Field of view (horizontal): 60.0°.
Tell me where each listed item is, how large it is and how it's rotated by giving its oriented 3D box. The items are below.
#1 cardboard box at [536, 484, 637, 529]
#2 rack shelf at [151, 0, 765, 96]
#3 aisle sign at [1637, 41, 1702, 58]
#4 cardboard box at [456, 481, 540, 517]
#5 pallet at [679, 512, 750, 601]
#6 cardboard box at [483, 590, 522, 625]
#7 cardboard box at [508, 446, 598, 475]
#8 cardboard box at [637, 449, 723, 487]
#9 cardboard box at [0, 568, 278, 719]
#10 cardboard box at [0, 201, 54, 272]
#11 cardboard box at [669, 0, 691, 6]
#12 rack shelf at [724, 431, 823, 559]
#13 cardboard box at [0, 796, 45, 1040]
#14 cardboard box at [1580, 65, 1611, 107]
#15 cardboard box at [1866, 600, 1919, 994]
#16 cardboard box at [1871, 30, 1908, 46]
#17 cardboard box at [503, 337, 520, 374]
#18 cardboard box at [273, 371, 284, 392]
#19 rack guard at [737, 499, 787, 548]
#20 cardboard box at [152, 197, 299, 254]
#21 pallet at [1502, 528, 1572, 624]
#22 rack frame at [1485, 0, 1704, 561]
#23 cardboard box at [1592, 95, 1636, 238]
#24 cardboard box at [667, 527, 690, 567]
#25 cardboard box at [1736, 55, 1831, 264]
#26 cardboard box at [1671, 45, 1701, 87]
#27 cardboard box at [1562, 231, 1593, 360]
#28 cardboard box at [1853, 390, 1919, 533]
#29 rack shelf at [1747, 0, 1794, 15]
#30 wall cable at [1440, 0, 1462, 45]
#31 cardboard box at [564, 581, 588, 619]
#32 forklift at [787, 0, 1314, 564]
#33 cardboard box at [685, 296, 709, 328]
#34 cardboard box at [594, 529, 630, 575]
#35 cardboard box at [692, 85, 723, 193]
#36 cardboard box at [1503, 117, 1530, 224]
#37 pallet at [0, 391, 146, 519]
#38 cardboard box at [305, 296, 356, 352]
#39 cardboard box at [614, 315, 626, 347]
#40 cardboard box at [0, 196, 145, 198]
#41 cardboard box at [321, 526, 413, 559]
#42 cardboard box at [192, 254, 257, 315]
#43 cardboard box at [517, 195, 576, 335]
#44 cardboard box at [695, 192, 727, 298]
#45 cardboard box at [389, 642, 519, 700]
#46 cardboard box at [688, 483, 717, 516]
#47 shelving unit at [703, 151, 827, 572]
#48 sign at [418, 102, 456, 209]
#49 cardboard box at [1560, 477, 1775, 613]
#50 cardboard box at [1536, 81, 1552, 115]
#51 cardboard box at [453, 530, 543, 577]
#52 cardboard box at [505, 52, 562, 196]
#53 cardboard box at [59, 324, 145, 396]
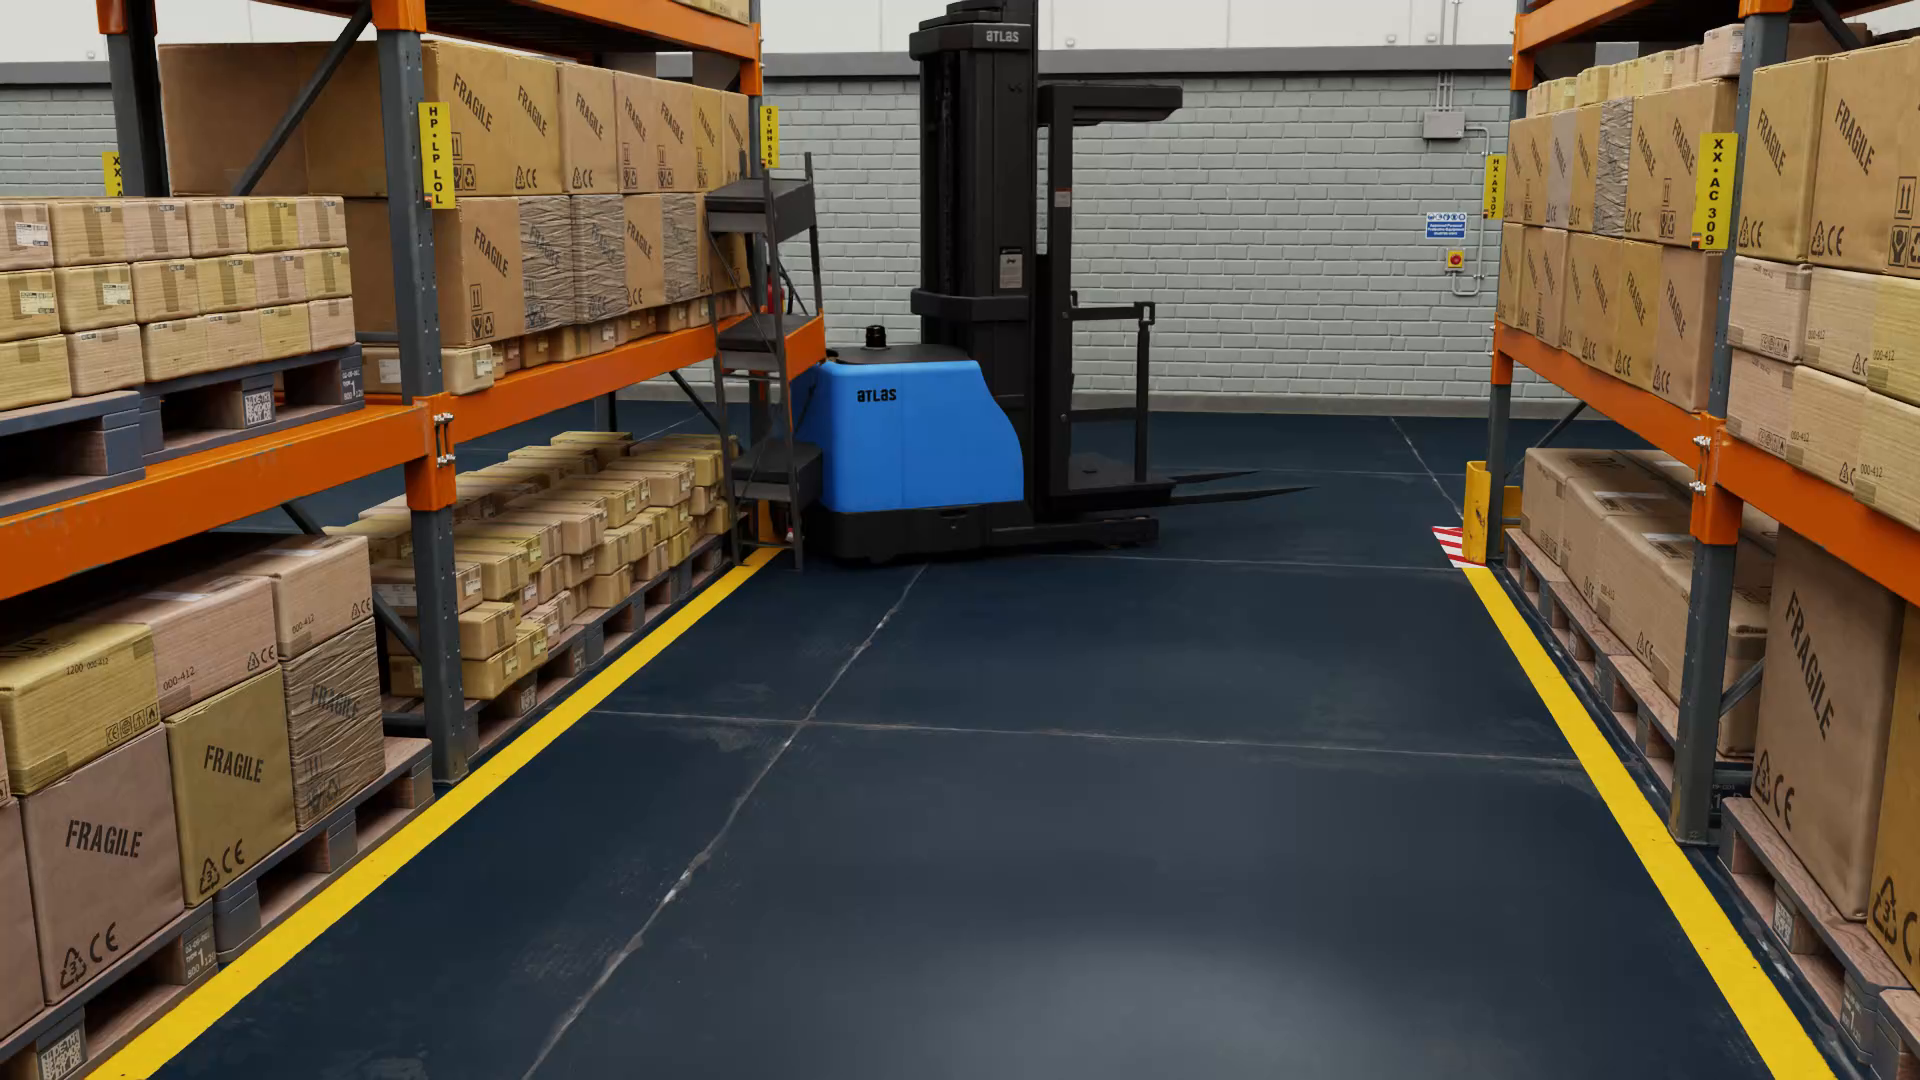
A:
[{"bbox_3d":[-1.671,-0.152,7.435,0.380,0.149,0.250,2,12,9],"label":"cardboard box"},{"bbox_3d":[-1.887,-2.191,7.126,1.077,0.370,4.000,2,12,9],"label":"rack shelf"},{"bbox_3d":[3.645,-2.629,8.401,0.394,0.787,0.004,2,12,9],"label":"aisle sign"},{"bbox_3d":[-2.123,-0.167,7.505,0.380,0.149,0.250,2,12,9],"label":"cardboard box"},{"bbox_3d":[-1.751,0.055,8.739,1.003,0.211,1.213,2,12,9],"label":"pallet"},{"bbox_3d":[-1.872,0.263,6.219,0.380,0.149,0.250,2,12,9],"label":"cardboard box"},{"bbox_3d":[-2.085,-0.387,8.528,0.380,0.149,0.250,2,12,8],"label":"cardboard box"},{"bbox_3d":[-1.420,-0.368,8.439,0.380,0.149,0.250,2,12,7],"label":"cardboard box"},{"bbox_3d":[-2.152,0.260,4.323,0.500,0.250,0.500,2,12,11],"label":"cardboard box"},{"bbox_3d":[-2.265,-0.672,3.678,0.380,0.149,0.250,1,12,6],"label":"cardboard box"},{"bbox_3d":[-1.549,-2.573,7.548,0.500,0.250,0.500,2,12,11],"label":"cardboard box"},{"bbox_3d":[-0.946,-0.245,8.872,0.431,0.518,0.480,5,24,19],"label":"rack shelf"},{"bbox_3d":[-2.301,0.839,3.418,0.500,0.500,0.500,2,12,7],"label":"cardboard box"},{"bbox_3d":[2.719,-1.821,6.675,0.380,0.149,0.250,2,12,7],"label":"cardboard box"},{"bbox_3d":[2.564,0.633,3.483,0.875,0.875,0.875,2,12,10],"label":"cardboard box"},{"bbox_3d":[3.041,-1.486,5.120,0.380,0.149,0.250,2,12,9],"label":"cardboard box"},{"bbox_3d":[-1.872,-0.699,6.212,0.380,0.149,0.250,1,12,6],"label":"cardboard box"},{"bbox_3d":[-2.382,-0.604,5.772,0.380,0.149,0.250,2,12,8],"label":"cardboard box"},{"bbox_3d":[-1.591,-0.255,9.488,1.175,0.500,0.348,2,12,9],"label":"rack guard"},{"bbox_3d":[-2.104,-0.887,4.677,0.380,0.149,0.250,2,12,7],"label":"cardboard box"},{"bbox_3d":[3.282,0.179,8.161,1.003,0.211,1.213,2,12,9],"label":"pallet"},{"bbox_3d":[3.327,-1.353,8.652,1.000,3.000,0.127,2,12,9],"label":"rack frame"},{"bbox_3d":[2.667,-1.377,6.151,0.500,0.500,0.500,2,12,9],"label":"cardboard box"},{"bbox_3d":[-1.522,0.028,8.012,0.380,0.149,0.250,1,12,6],"label":"cardboard box"},{"bbox_3d":[2.360,-0.976,4.290,0.500,0.500,0.500,2,12,9],"label":"cardboard box"},{"bbox_3d":[2.662,-1.606,5.674,0.380,0.149,0.250,2,12,8],"label":"cardboard box"},{"bbox_3d":[2.763,-0.995,6.753,0.500,0.500,0.500,2,12,11],"label":"cardboard box"},{"bbox_3d":[2.211,-0.150,3.426,0.500,0.250,0.500,2,12,8],"label":"cardboard box"},{"bbox_3d":[2.404,-1.219,2.616,1.077,0.370,4.000,2,12,9],"label":"rack shelf"},{"bbox_3d":[3.924,-5.479,13.556,0.463,3.000,0.029,2,12,9],"label":"wall cable"},{"bbox_3d":[-1.797,0.243,7.017,0.380,0.149,0.250,1,12,6],"label":"cardboard box"},{"bbox_3d":[0.580,-1.481,9.407,3.031,2.935,1.130,-5,13,-21],"label":"forklift"},{"bbox_3d":[-1.466,-1.135,8.238,0.380,0.149,0.250,2,12,10],"label":"cardboard box"},{"bbox_3d":[-1.659,0.048,7.217,0.380,0.149,0.250,2,12,8],"label":"cardboard box"},{"bbox_3d":[-1.482,-1.967,8.182,0.500,0.500,0.500,1,12,7],"label":"cardboard box"},{"bbox_3d":[2.972,-1.800,8.115,0.500,0.500,0.500,2,12,7],"label":"cardboard box"},{"bbox_3d":[-2.546,-0.147,3.509,1.003,0.211,1.213,2,12,9],"label":"pallet"},{"bbox_3d":[-2.060,-0.653,5.003,0.380,0.149,0.250,2,12,7],"label":"cardboard box"},{"bbox_3d":[-1.678,-0.918,7.231,0.380,0.149,0.250,2,12,11],"label":"cardboard box"},{"bbox_3d":[-2.710,-0.966,5.043,0.380,0.149,0.250,3,12,12],"label":"cardboard box"},{"bbox_3d":[-2.366,0.049,6.505,0.380,0.149,0.250,2,12,8],"label":"cardboard box"},{"bbox_3d":[-2.141,-0.692,4.478,0.380,0.149,0.250,2,12,11],"label":"cardboard box"},{"bbox_3d":[-1.800,-1.052,6.312,0.500,0.500,0.500,2,12,9],"label":"cardboard box"},{"bbox_3d":[-1.479,-1.478,8.287,0.500,0.500,0.500,2,12,8],"label":"cardboard box"},{"bbox_3d":[-1.821,0.463,5.994,0.380,0.149,0.250,1,12,6],"label":"cardboard box"},{"bbox_3d":[-1.457,-0.222,8.468,0.380,0.149,0.250,1,12,6],"label":"cardboard box"},{"bbox_3d":[-0.975,-0.905,8.601,0.431,2.100,0.503,5,24,19],"label":"shelving unit"},{"bbox_3d":[-1.646,-1.208,5.233,0.100,0.325,0.005,2,12,9],"label":"sign"},{"bbox_3d":[3.192,0.026,7.340,0.875,0.438,0.875,2,12,10],"label":"cardboard box"},{"bbox_3d":[2.876,-2.036,7.669,0.380,0.149,0.250,2,12,10],"label":"cardboard box"},{"bbox_3d":[-1.846,0.063,6.438,0.380,0.149,0.250,2,12,8],"label":"cardboard box"},{"bbox_3d":[-1.820,-1.537,6.190,0.500,0.500,0.500,2,12,7],"label":"cardboard box"},{"bbox_3d":[-2.216,-0.437,4.000,0.380,0.149,0.250,1,12,6],"label":"cardboard box"}]
